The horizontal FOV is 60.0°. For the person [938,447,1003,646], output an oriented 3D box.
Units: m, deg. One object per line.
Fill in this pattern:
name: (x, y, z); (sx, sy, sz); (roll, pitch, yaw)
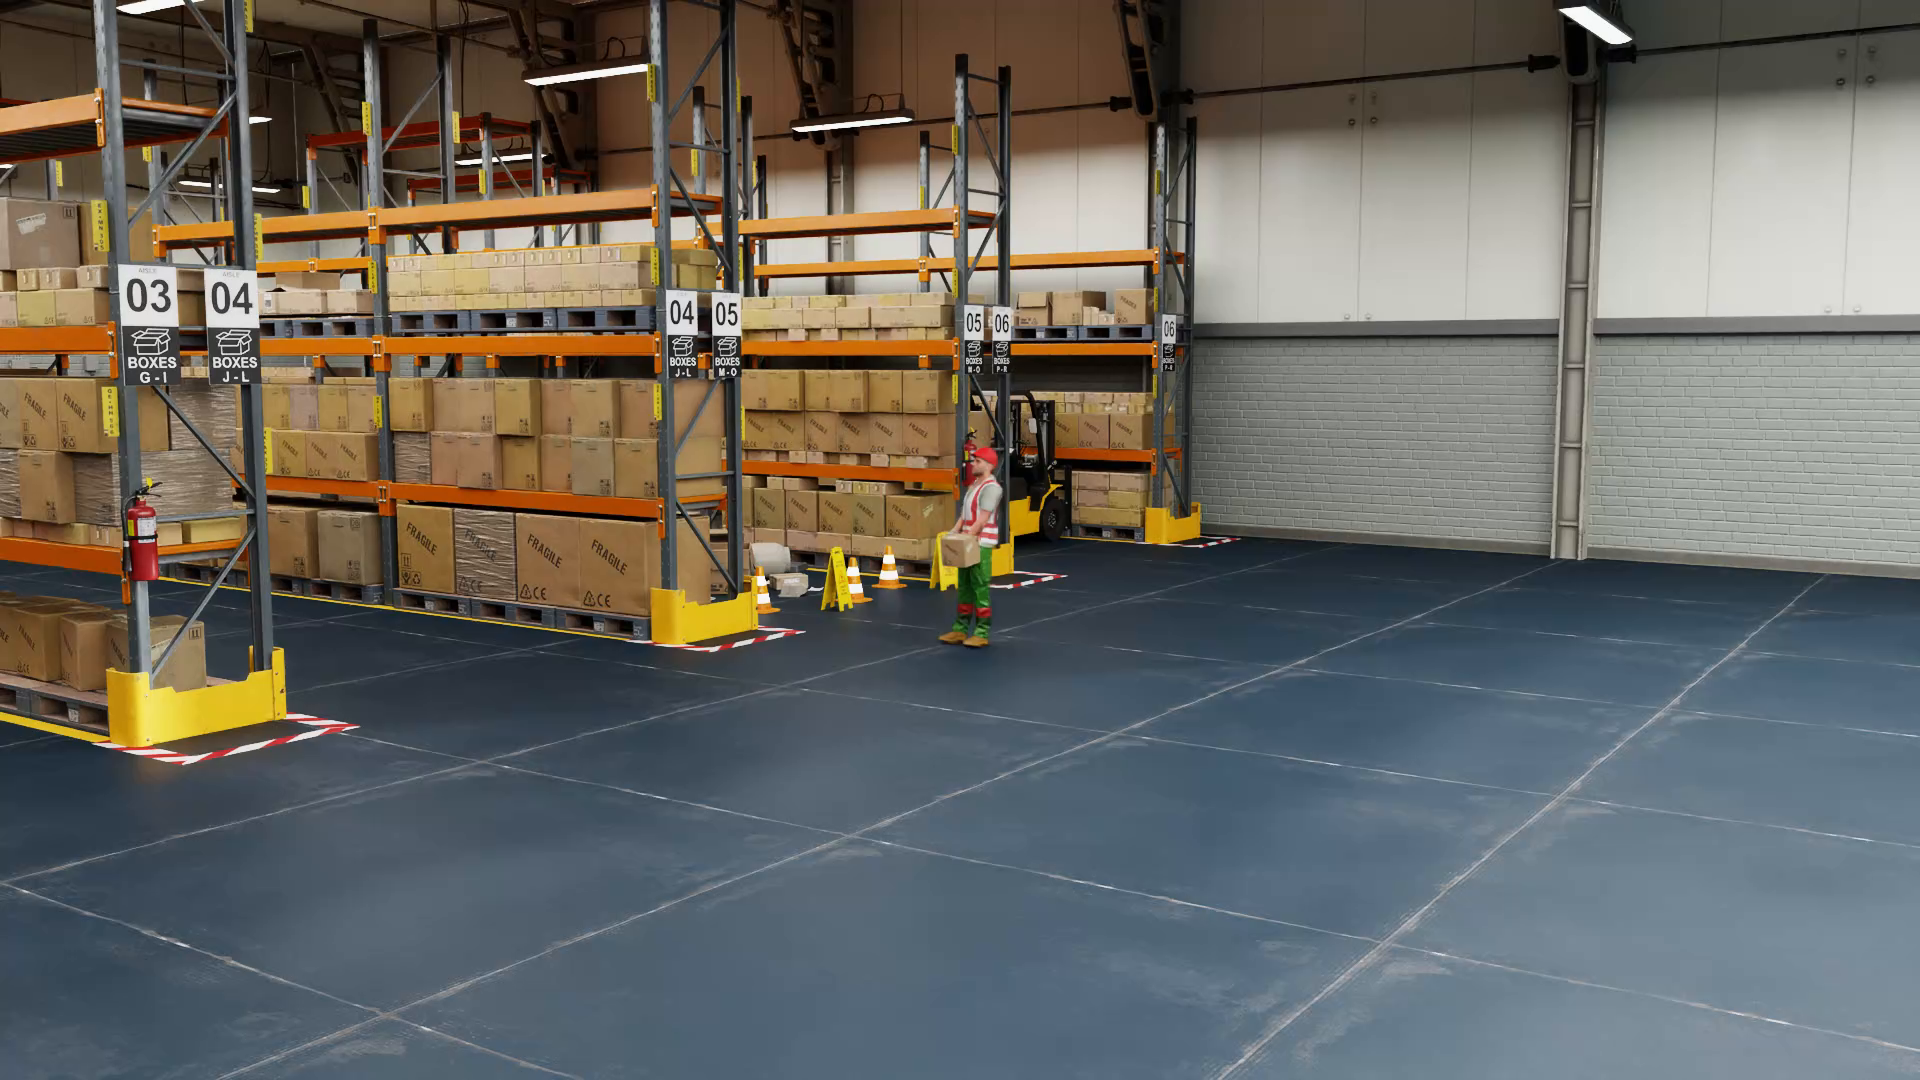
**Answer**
person: (0.106, 0.058, 15.017); (0.526, 1.792, 0.524); (-2, 7, -20)
